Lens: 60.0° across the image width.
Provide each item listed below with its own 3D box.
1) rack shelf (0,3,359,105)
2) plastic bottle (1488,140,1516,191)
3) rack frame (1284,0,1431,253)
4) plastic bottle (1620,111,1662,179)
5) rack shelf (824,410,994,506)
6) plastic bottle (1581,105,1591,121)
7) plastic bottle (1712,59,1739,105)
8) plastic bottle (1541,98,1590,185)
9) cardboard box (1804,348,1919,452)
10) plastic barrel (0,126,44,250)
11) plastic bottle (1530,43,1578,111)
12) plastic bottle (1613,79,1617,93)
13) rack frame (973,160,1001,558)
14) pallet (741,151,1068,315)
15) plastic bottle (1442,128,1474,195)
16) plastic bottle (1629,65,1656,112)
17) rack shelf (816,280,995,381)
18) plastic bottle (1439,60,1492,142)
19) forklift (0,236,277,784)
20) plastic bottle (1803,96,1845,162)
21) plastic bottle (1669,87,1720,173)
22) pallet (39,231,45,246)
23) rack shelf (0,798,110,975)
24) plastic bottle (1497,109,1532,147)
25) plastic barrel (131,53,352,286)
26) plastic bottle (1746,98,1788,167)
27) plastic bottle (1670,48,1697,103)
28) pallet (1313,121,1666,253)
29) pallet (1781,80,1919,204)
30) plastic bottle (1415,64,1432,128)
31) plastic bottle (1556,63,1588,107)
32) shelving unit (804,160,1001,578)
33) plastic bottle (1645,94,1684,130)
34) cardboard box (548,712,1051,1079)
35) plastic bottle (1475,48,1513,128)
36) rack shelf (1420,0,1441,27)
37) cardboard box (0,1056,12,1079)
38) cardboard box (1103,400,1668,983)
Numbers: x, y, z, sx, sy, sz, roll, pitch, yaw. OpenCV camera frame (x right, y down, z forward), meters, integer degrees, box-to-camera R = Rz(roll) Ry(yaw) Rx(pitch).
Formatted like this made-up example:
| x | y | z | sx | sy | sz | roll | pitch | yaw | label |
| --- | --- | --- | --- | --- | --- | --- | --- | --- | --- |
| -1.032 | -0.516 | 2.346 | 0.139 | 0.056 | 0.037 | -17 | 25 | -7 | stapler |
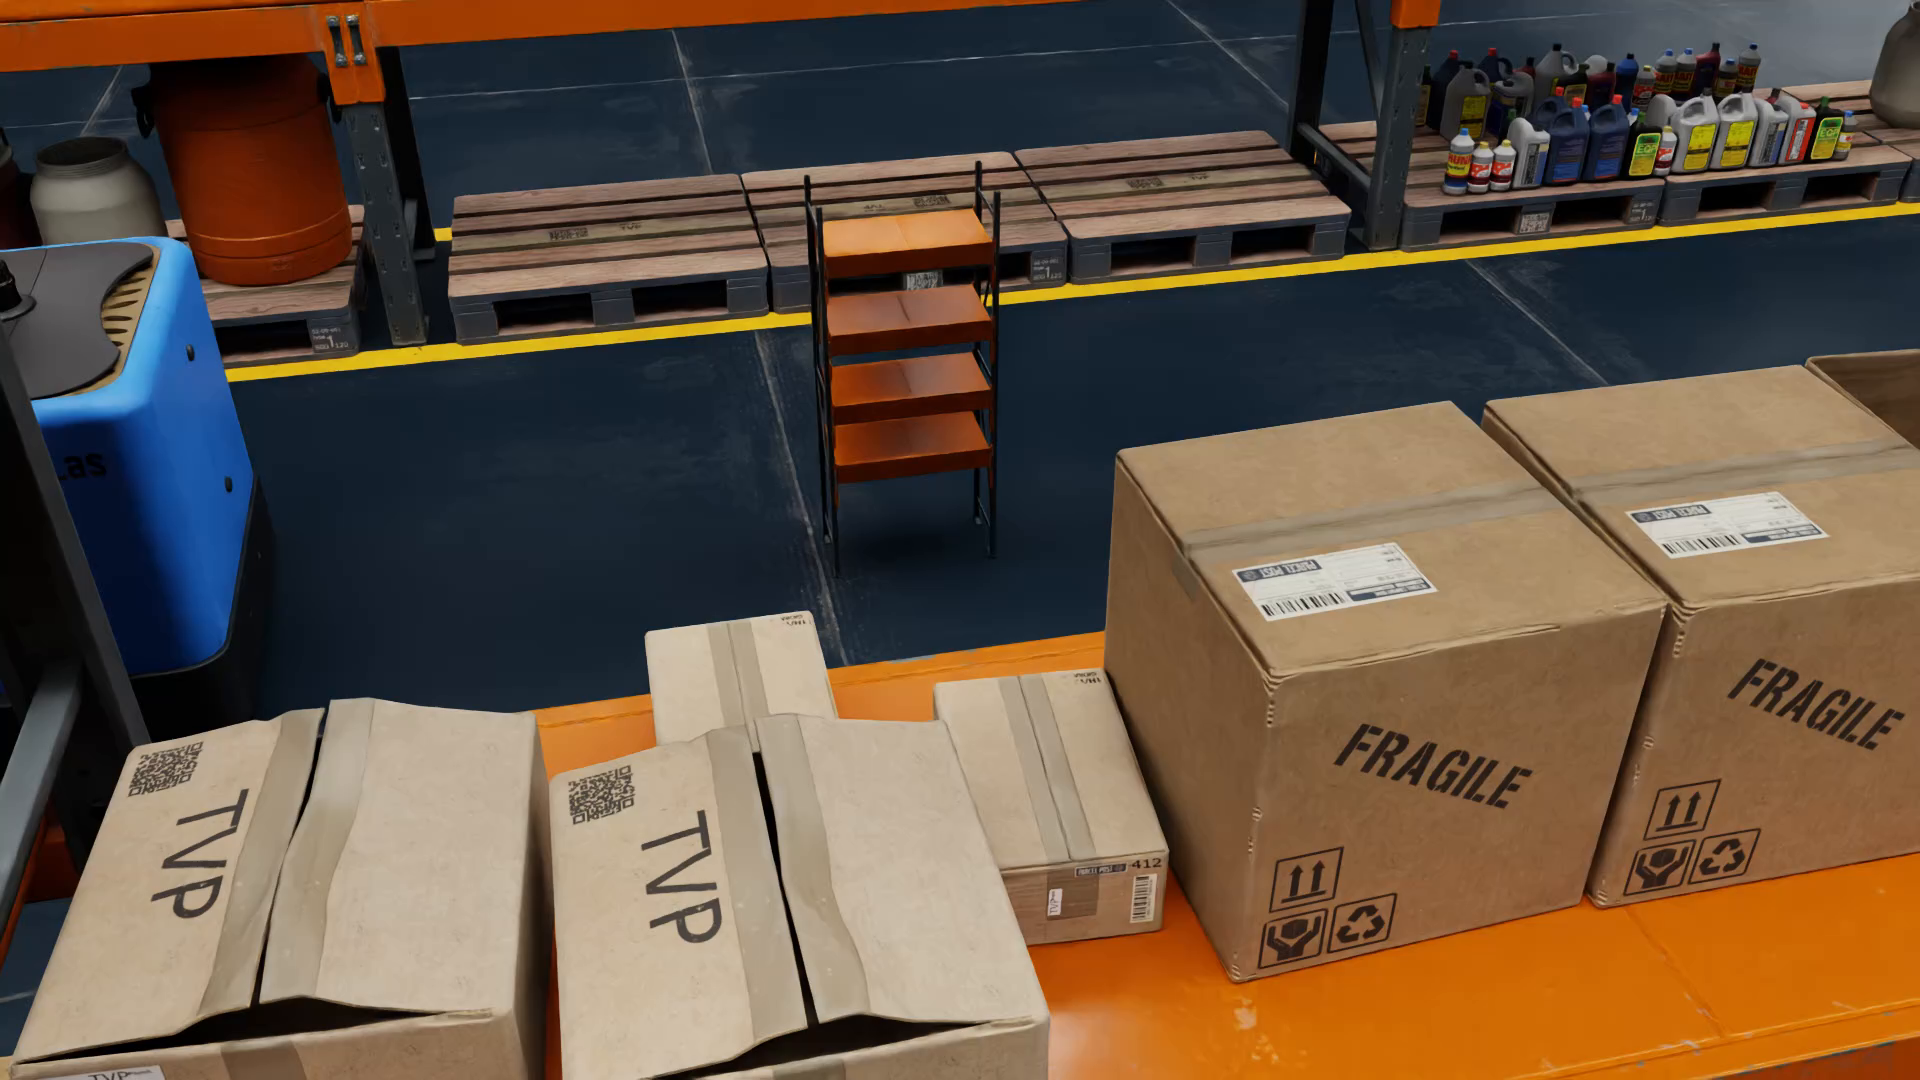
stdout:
| x | y | z | sx | sy | sz | roll | pitch | yaw | label |
| --- | --- | --- | --- | --- | --- | --- | --- | --- | --- |
| -4.160 | -1.710 | 5.753 | 4.000 | 0.370 | 1.077 | -7 | 35 | -11 | rack shelf |
| 2.298 | -1.593 | 7.049 | 0.097 | 0.201 | 0.097 | 0 | 34 | 0 | plastic bottle |
| 1.693 | -2.747 | 6.651 | 0.127 | 3.000 | 1.000 | -7 | 35 | -11 | rack frame |
| 2.926 | -1.696 | 7.128 | 0.133 | 0.283 | 0.061 | -6 | 34 | -8 | plastic bottle |
| -0.161 | -0.257 | 5.033 | 0.480 | 0.148 | 0.258 | -7 | 35 | -11 | rack shelf |
| 2.686 | -1.754 | 7.225 | 0.097 | 0.271 | 0.097 | 0 | 34 | 0 | plastic bottle |
| 3.656 | -2.193 | 7.942 | 0.097 | 0.201 | 0.097 | 0 | 34 | 0 | plastic bottle |
| 2.571 | -1.703 | 7.079 | 0.185 | 0.351 | 0.144 | -6 | 34 | -9 | plastic bottle |
| 1.515 | 0.055 | 2.387 | 0.500 | 0.500 | 0.500 | -5 | 34 | -7 | cardboard box |
| -3.784 | -1.220 | 6.163 | 0.708 | 0.588 | 0.600 | -7 | 35 | -11 | plastic barrel |
| 2.759 | -2.129 | 7.712 | 0.185 | 0.351 | 0.144 | -7 | 35 | -11 | plastic bottle |
| 3.028 | -2.114 | 7.824 | 0.097 | 0.201 | 0.097 | 0 | 34 | 0 | plastic bottle |
| 0.077 | -0.508 | 4.930 | 0.015 | 1.200 | 0.240 | -7 | 35 | -11 | rack frame |
| -0.257 | -1.319 | 7.027 | 1.213 | 0.211 | 1.003 | -7 | 35 | -11 | pallet |
| 2.100 | -1.597 | 6.992 | 0.097 | 0.271 | 0.097 | 0 | 34 | 0 | plastic bottle |
| 3.228 | -2.139 | 7.862 | 0.097 | 0.201 | 0.097 | 0 | 34 | 0 | plastic bottle |
| -0.161 | -0.608 | 4.798 | 0.480 | 0.148 | 0.258 | -7 | 35 | -11 | rack shelf |
| 2.289 | -1.987 | 7.501 | 0.185 | 0.351 | 0.144 | -7 | 35 | -11 | plastic bottle |
| -3.459 | -0.711 | 3.679 | 3.031 | 2.935 | 1.130 | -8 | 35 | -12 | forklift |
| 3.790 | -1.805 | 7.291 | 0.133 | 0.283 | 0.061 | -6 | 34 | -9 | plastic bottle |
| 3.170 | -1.779 | 7.191 | 0.185 | 0.351 | 0.144 | -7 | 35 | -11 | plastic bottle |
| -4.156 | -0.830 | 6.297 | 1.213 | 0.211 | 1.003 | -7 | 35 | -11 | pallet |
| -3.070 | 0.982 | 1.740 | 4.000 | 0.370 | 1.077 | -7 | 35 | -11 | rack shelf |
| 2.385 | -1.715 | 7.156 | 0.133 | 0.283 | 0.061 | -7 | 35 | -11 | plastic bottle |
| -2.682 | -1.459 | 6.303 | 0.708 | 0.830 | 0.600 | -7 | 35 | -11 | plastic barrel |
| 3.512 | -1.793 | 7.279 | 0.135 | 0.276 | 0.152 | -8 | 35 | -12 | plastic bottle |
| 3.423 | -2.193 | 7.879 | 0.097 | 0.271 | 0.097 | 0 | 34 | 0 | plastic bottle |
| 2.357 | -1.649 | 7.517 | 1.213 | 0.211 | 1.003 | -7 | 35 | -11 | pallet |
| 4.737 | -1.949 | 7.964 | 1.213 | 0.211 | 1.003 | -7 | 35 | -11 | pallet |
| 2.089 | -2.040 | 7.641 | 0.133 | 0.283 | 0.061 | -6 | 34 | -8 | plastic bottle |
| 2.807 | -2.048 | 7.653 | 0.133 | 0.283 | 0.061 | -7 | 35 | -11 | plastic bottle |
| -0.161 | -0.478 | 4.885 | 0.503 | 1.200 | 0.258 | -7 | 35 | -11 | shelving unit |
| 3.113 | -1.825 | 7.327 | 0.135 | 0.276 | 0.152 | -7 | 35 | -11 | plastic bottle |
| -0.205 | 0.470 | 1.938 | 0.500 | 0.311 | 0.500 | -8 | 35 | -11 | cardboard box |
| 2.444 | -2.089 | 7.653 | 0.185 | 0.351 | 0.144 | -9 | 35 | -13 | plastic bottle |
| 3.643 | -2.694 | 7.218 | 4.000 | 0.370 | 1.077 | -7 | 35 | -11 | rack shelf |
| -1.627 | 1.193 | 2.628 | 0.500 | 0.500 | 0.500 | -6 | 34 | -9 | cardboard box |
| 0.513 | 0.181 | 2.199 | 0.500 | 0.500 | 0.500 | -9 | 35 | -13 | cardboard box |
